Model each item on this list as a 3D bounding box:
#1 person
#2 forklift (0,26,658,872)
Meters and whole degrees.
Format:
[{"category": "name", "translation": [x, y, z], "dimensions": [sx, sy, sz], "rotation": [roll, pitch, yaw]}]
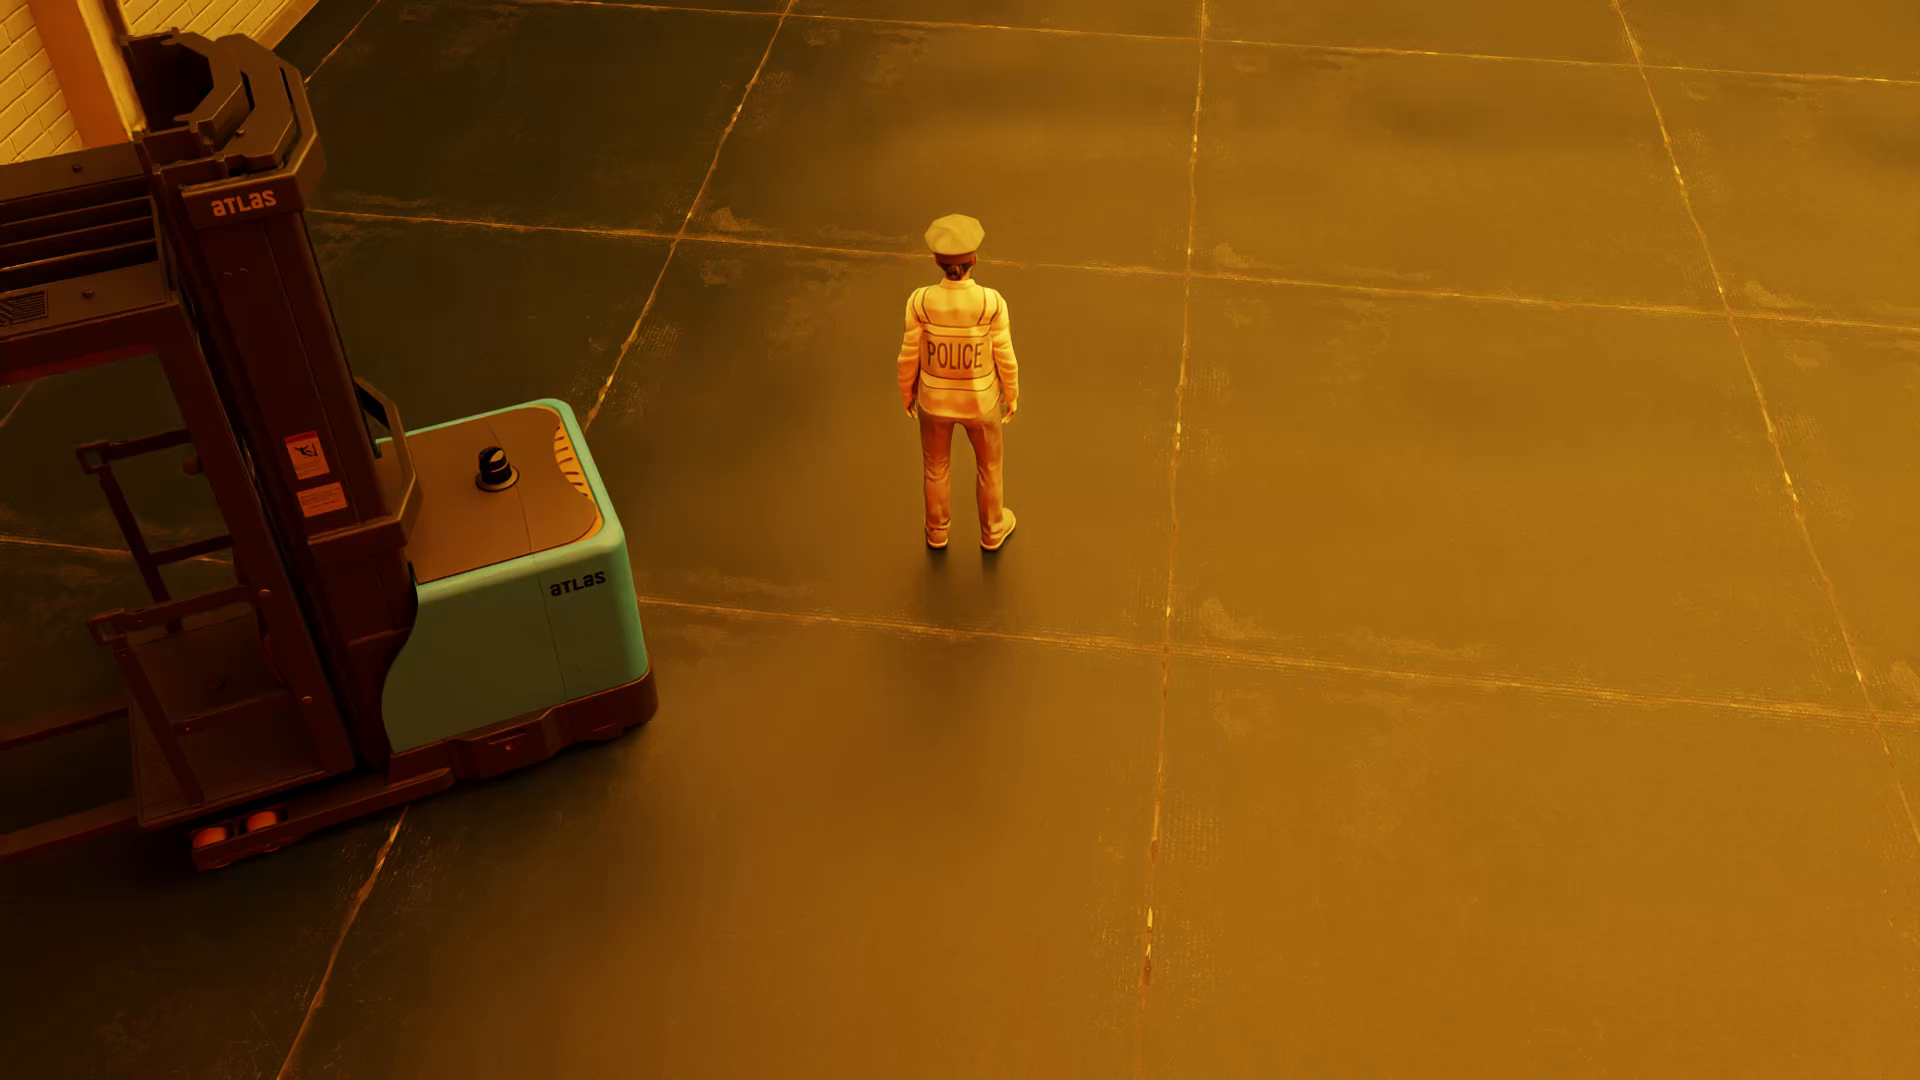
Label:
[{"category": "person", "translation": [-0.007, -0.632, 7.352], "dimensions": [0.529, 1.663, 0.372], "rotation": [4, 43, 4]}, {"category": "forklift", "translation": [-2.839, -0.207, 5.950], "dimensions": [3.031, 2.935, 1.130], "rotation": [-16, 45, -17]}]
